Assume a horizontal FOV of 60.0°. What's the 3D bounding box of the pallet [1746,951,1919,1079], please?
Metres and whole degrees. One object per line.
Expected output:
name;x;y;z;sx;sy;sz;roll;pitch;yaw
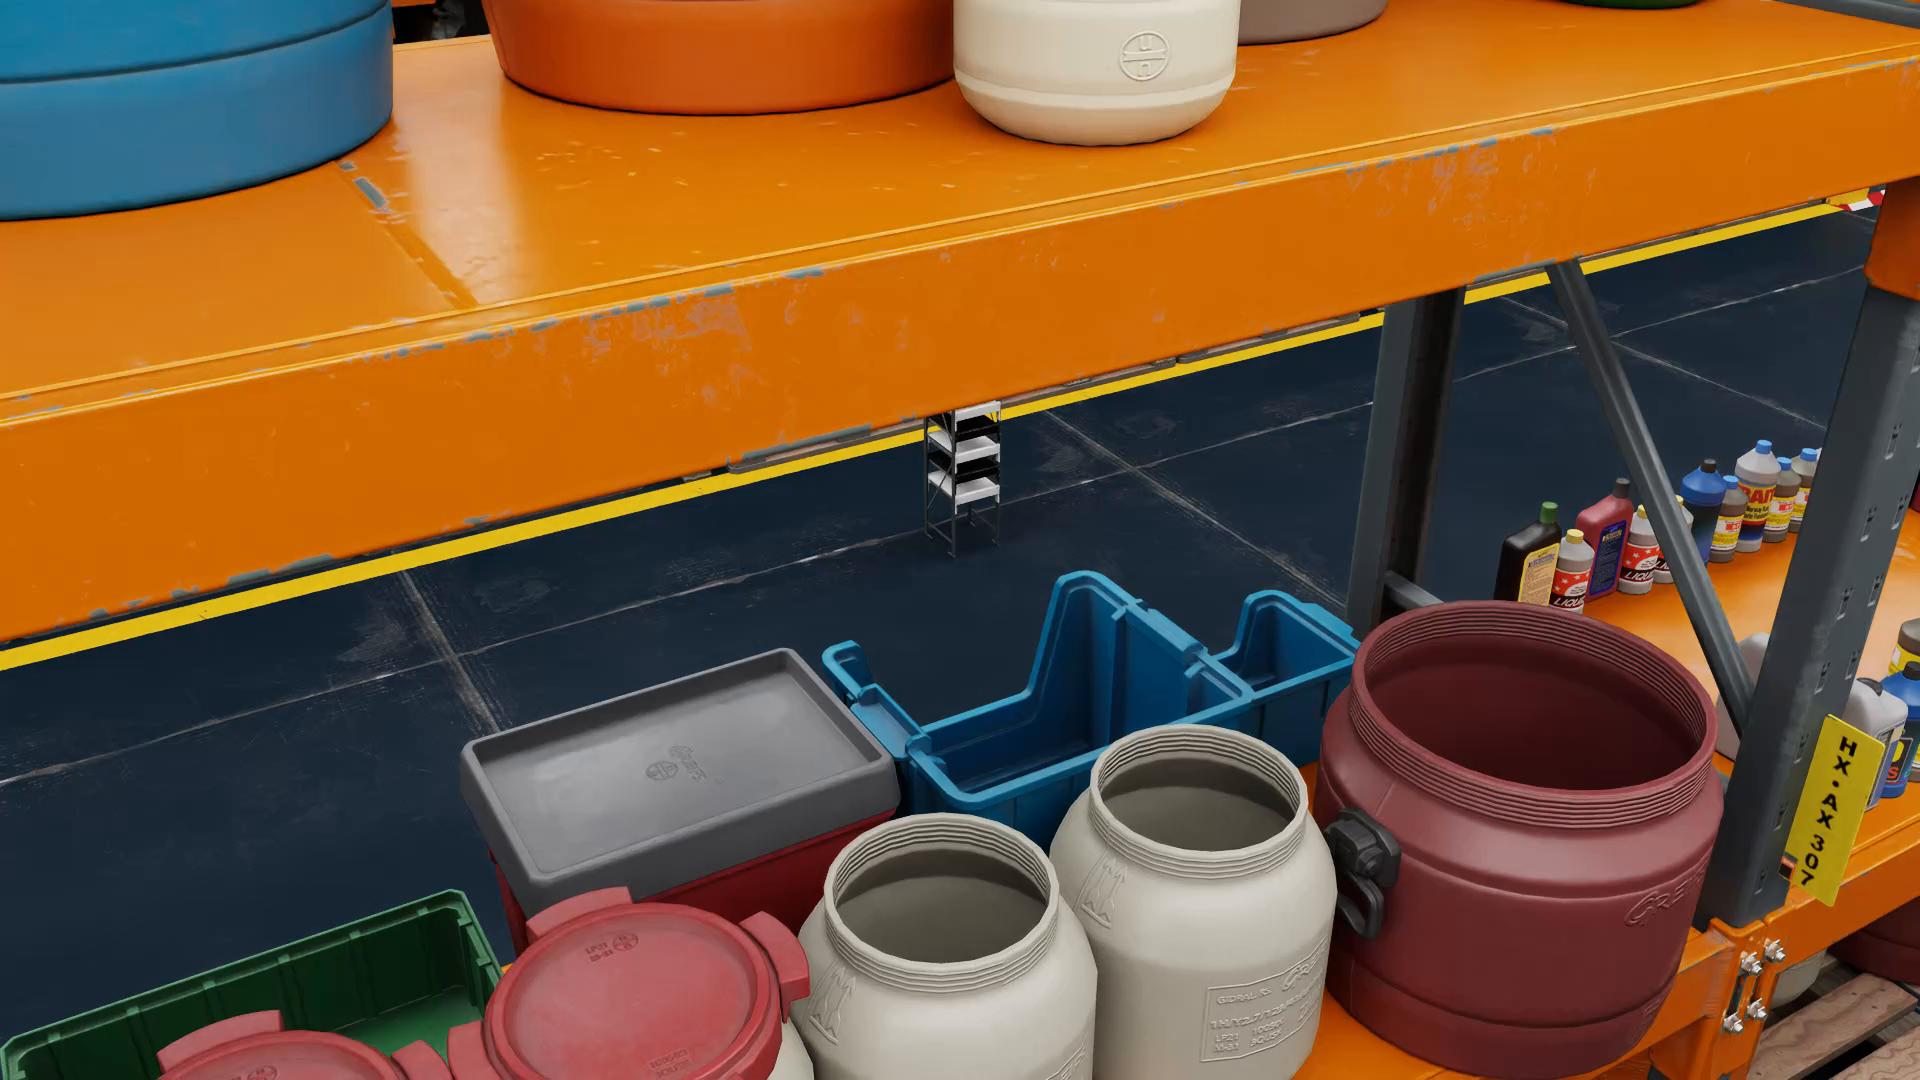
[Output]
pallet;1.776;1.293;4.188;1.213;0.211;1.003;-16;33;-26

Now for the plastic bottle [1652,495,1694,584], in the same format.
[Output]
plastic bottle;1.642;-0.008;3.866;0.097;0.201;0.097;0;29;0

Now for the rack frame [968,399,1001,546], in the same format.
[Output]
rack frame;0.095;-0.421;6.581;0.006;0.900;0.240;-16;33;-26

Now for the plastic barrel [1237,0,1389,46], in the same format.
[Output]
plastic barrel;0.300;-1.139;2.087;0.600;0.901;0.600;0;29;0

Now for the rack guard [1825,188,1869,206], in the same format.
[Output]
rack guard;5.443;-2.627;10.993;0.348;0.500;1.175;-16;33;-26

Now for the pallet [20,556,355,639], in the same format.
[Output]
pallet;-3.169;-0.079;6.674;1.213;0.211;1.003;-16;33;-26

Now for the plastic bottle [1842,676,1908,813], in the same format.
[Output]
plastic bottle;1.655;0.366;3.111;0.135;0.276;0.152;-16;33;-26

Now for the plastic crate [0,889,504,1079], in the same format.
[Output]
plastic crate;-0.972;0.811;2.396;0.662;0.188;0.450;-16;33;-26

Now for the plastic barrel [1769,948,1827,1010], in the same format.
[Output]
plastic barrel;1.972;0.886;4.181;0.421;0.512;0.421;0;29;0

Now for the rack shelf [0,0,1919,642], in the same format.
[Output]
rack shelf;-0.607;-0.226;1.695;4.000;0.370;1.077;-16;33;-26

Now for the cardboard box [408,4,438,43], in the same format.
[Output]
cardboard box;-3.201;-3.212;11.257;0.750;0.750;0.750;-16;33;-27

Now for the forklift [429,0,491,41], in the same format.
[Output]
forklift;-2.667;-2.411;8.085;3.031;2.935;1.130;-12;31;-20

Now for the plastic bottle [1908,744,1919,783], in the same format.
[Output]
plastic bottle;1.852;0.358;3.203;0.097;0.201;0.097;0;29;0

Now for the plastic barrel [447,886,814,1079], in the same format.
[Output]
plastic barrel;-0.389;0.774;2.102;0.433;0.535;0.433;0;29;0

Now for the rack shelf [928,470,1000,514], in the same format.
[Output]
rack shelf;0.007;-0.209;6.639;0.200;0.077;0.258;-16;33;-26

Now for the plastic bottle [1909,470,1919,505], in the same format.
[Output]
plastic bottle;2.394;-0.274;4.193;0.185;0.351;0.144;-16;33;-26

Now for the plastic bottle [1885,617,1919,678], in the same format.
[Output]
plastic bottle;1.974;0.238;3.420;0.097;0.201;0.097;0;29;0

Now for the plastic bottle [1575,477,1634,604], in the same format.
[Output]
plastic bottle;1.449;0.001;3.765;0.133;0.283;0.061;-16;33;-26

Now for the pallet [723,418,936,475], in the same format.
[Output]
pallet;-0.726;-0.728;7.850;1.213;0.211;1.003;-16;33;-26

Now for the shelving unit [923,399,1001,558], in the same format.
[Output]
shelving unit;0.007;-0.396;6.536;0.210;0.900;0.258;-16;33;-26

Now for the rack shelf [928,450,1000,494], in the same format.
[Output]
rack shelf;0.007;-0.288;6.596;0.200;0.077;0.258;-16;33;-26

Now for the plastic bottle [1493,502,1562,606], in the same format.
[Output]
plastic bottle;1.250;0.057;3.663;0.133;0.283;0.061;-16;33;-26

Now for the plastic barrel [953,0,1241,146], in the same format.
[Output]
plastic barrel;0.140;-0.561;1.702;0.301;0.262;0.301;0;29;0

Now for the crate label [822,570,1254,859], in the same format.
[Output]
crate label;0.124;0.398;2.888;0.616;0.435;0.502;-16;33;-26

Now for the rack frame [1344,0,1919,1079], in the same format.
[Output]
rack frame;1.118;0.283;3.133;0.127;3.000;1.000;-16;33;-26

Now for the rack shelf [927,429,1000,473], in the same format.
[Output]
rack shelf;0.007;-0.367;6.552;0.200;0.077;0.258;-16;33;-26

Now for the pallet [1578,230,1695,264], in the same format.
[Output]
pallet;3.706;-2.008;10.171;1.213;0.211;1.003;-16;33;-26

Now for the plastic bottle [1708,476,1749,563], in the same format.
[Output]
plastic bottle;1.810;-0.056;3.952;0.097;0.201;0.097;0;29;0

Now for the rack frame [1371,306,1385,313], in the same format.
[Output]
rack frame;2.060;-2.761;8.648;0.127;3.000;1.000;-16;33;-26

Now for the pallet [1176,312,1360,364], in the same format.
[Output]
pallet;1.378;-1.325;8.933;1.213;0.211;1.003;-16;33;-26

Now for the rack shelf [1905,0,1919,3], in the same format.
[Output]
rack shelf;2.842;-1.205;3.469;4.000;0.370;1.077;-16;33;-26

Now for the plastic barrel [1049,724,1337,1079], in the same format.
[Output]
plastic barrel;0.339;0.575;2.489;0.421;0.512;0.421;0;29;0

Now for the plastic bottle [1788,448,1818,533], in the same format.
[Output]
plastic bottle;2.062;-0.127;4.082;0.097;0.201;0.097;0;29;0

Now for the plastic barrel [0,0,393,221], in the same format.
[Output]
plastic barrel;-0.875;-0.806;1.483;0.708;0.901;0.600;-16;33;-26
